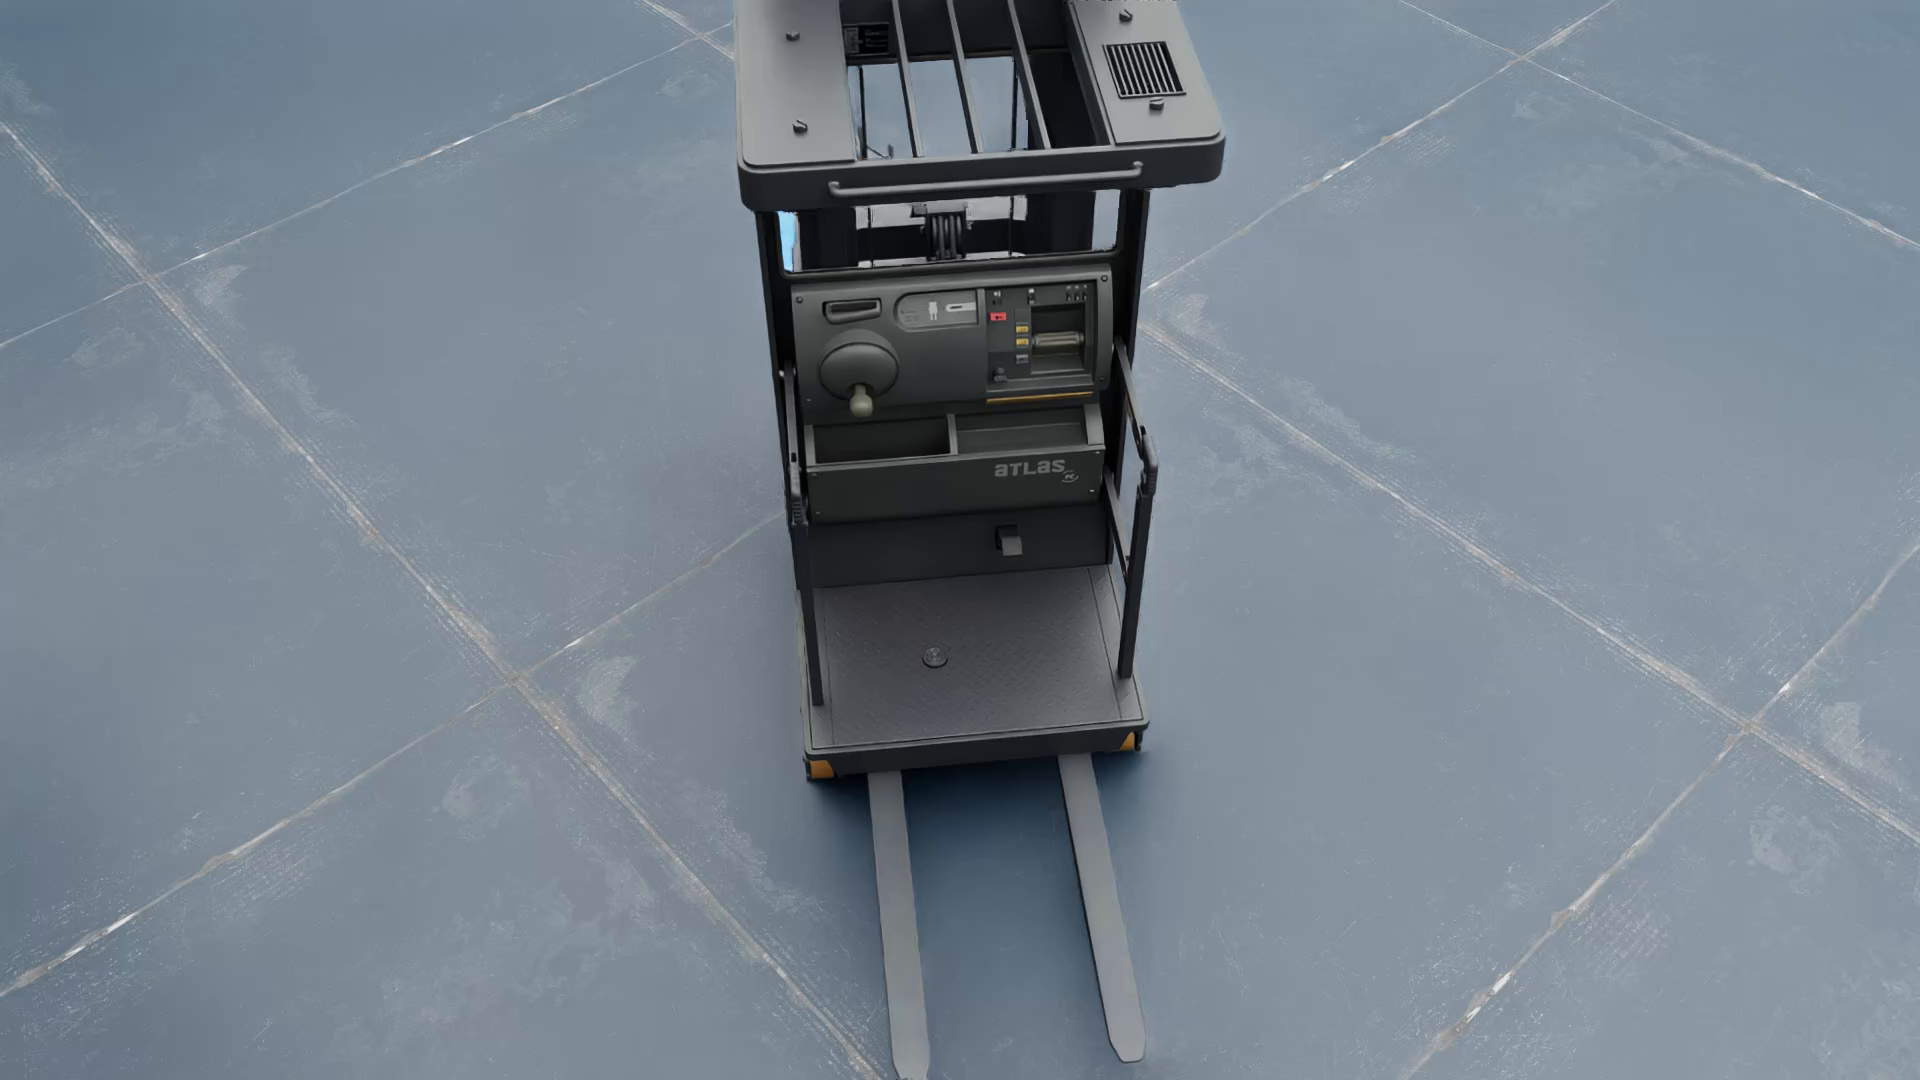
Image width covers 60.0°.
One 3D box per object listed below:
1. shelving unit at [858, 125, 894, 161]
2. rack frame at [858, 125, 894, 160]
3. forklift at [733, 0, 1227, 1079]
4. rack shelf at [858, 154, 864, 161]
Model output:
[{"bbox_3d":[-0.384,-1.079,6.522,0.252,1.050,0.215,-33,51,-27],"label":"shelving unit"},{"bbox_3d":[-0.293,-1.139,6.577,0.008,1.050,0.200,-33,51,-27],"label":"rack frame"},{"bbox_3d":[0.008,-0.477,4.696,1.130,2.935,3.031,-5,47,-4],"label":"forklift"},{"bbox_3d":[-0.397,-1.275,6.332,0.240,0.259,0.215,-33,51,-27],"label":"rack shelf"}]
